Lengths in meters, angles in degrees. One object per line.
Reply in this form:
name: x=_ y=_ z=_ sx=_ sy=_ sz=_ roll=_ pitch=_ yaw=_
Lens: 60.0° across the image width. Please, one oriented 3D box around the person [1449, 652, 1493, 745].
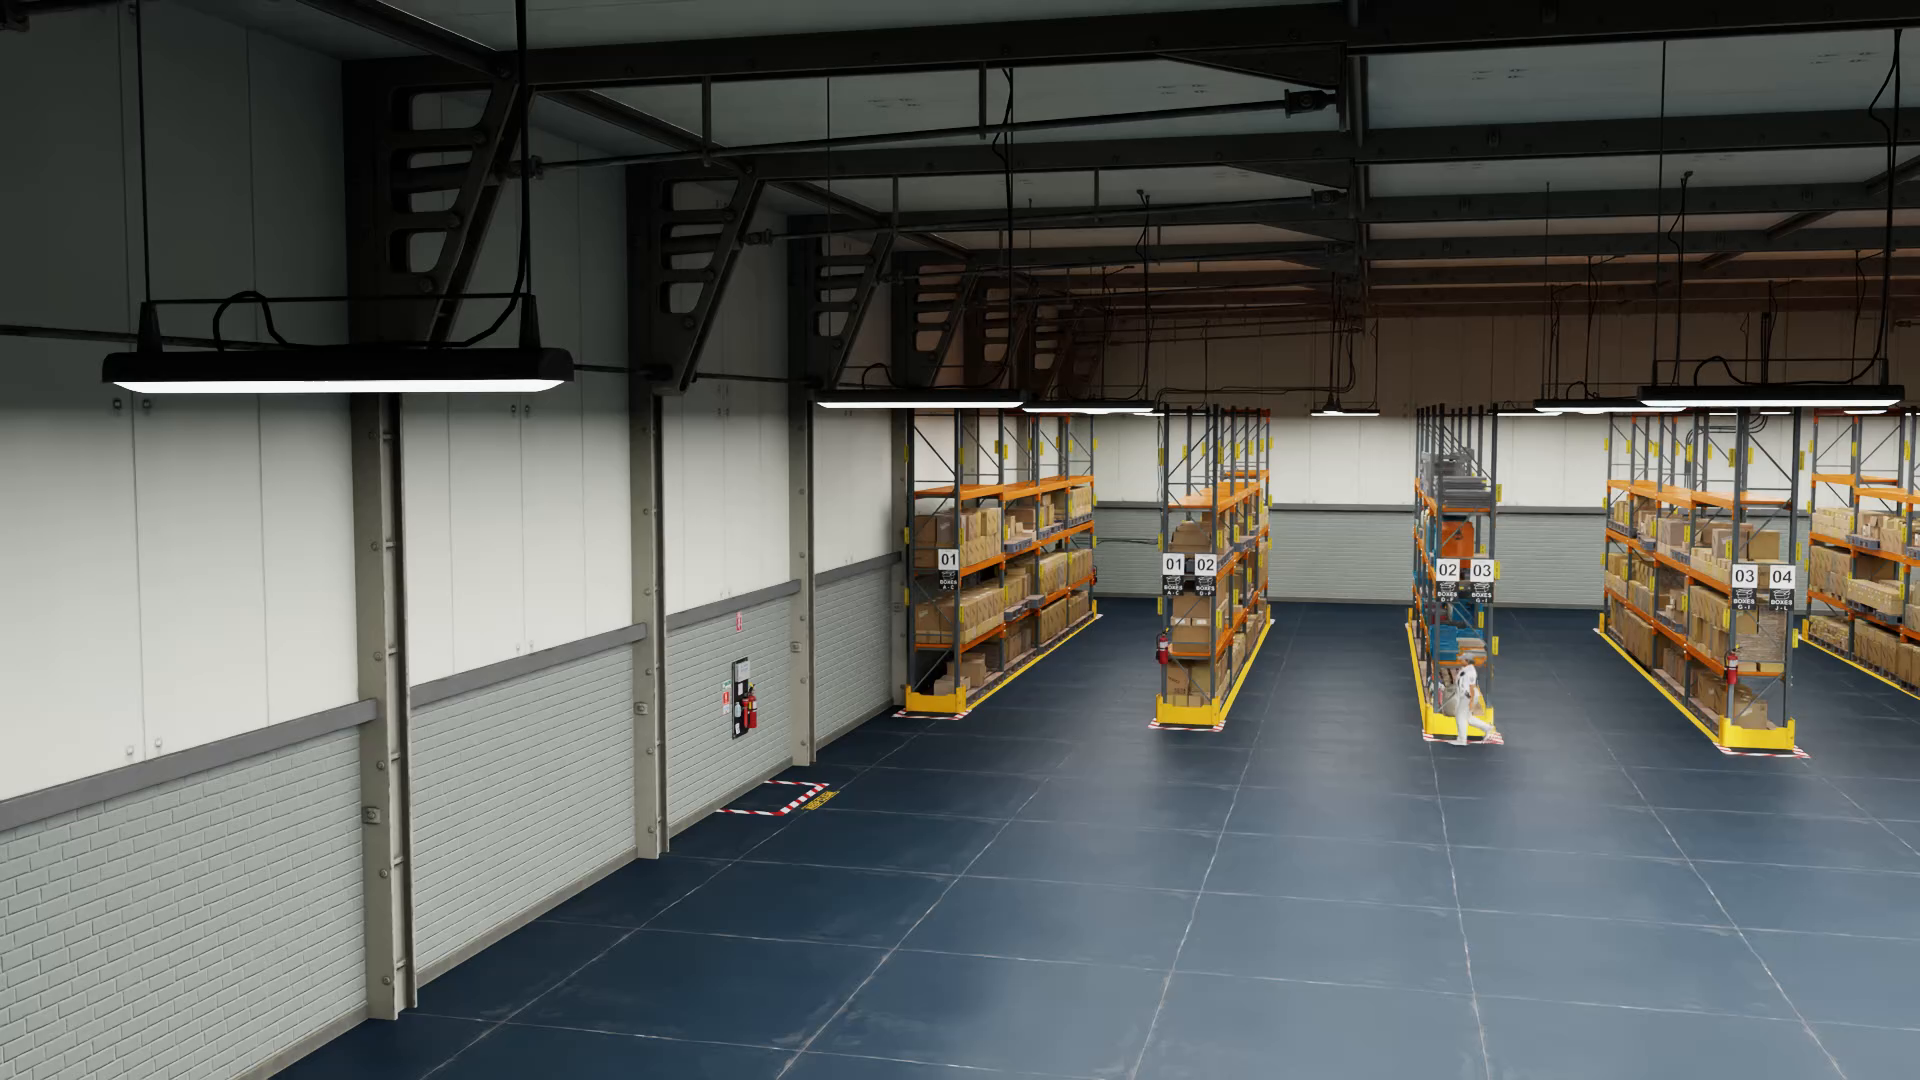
person: x=8.974 y=2.772 z=29.147 sx=0.769 sy=1.629 sz=0.506 roll=1 pitch=4 yaw=9
